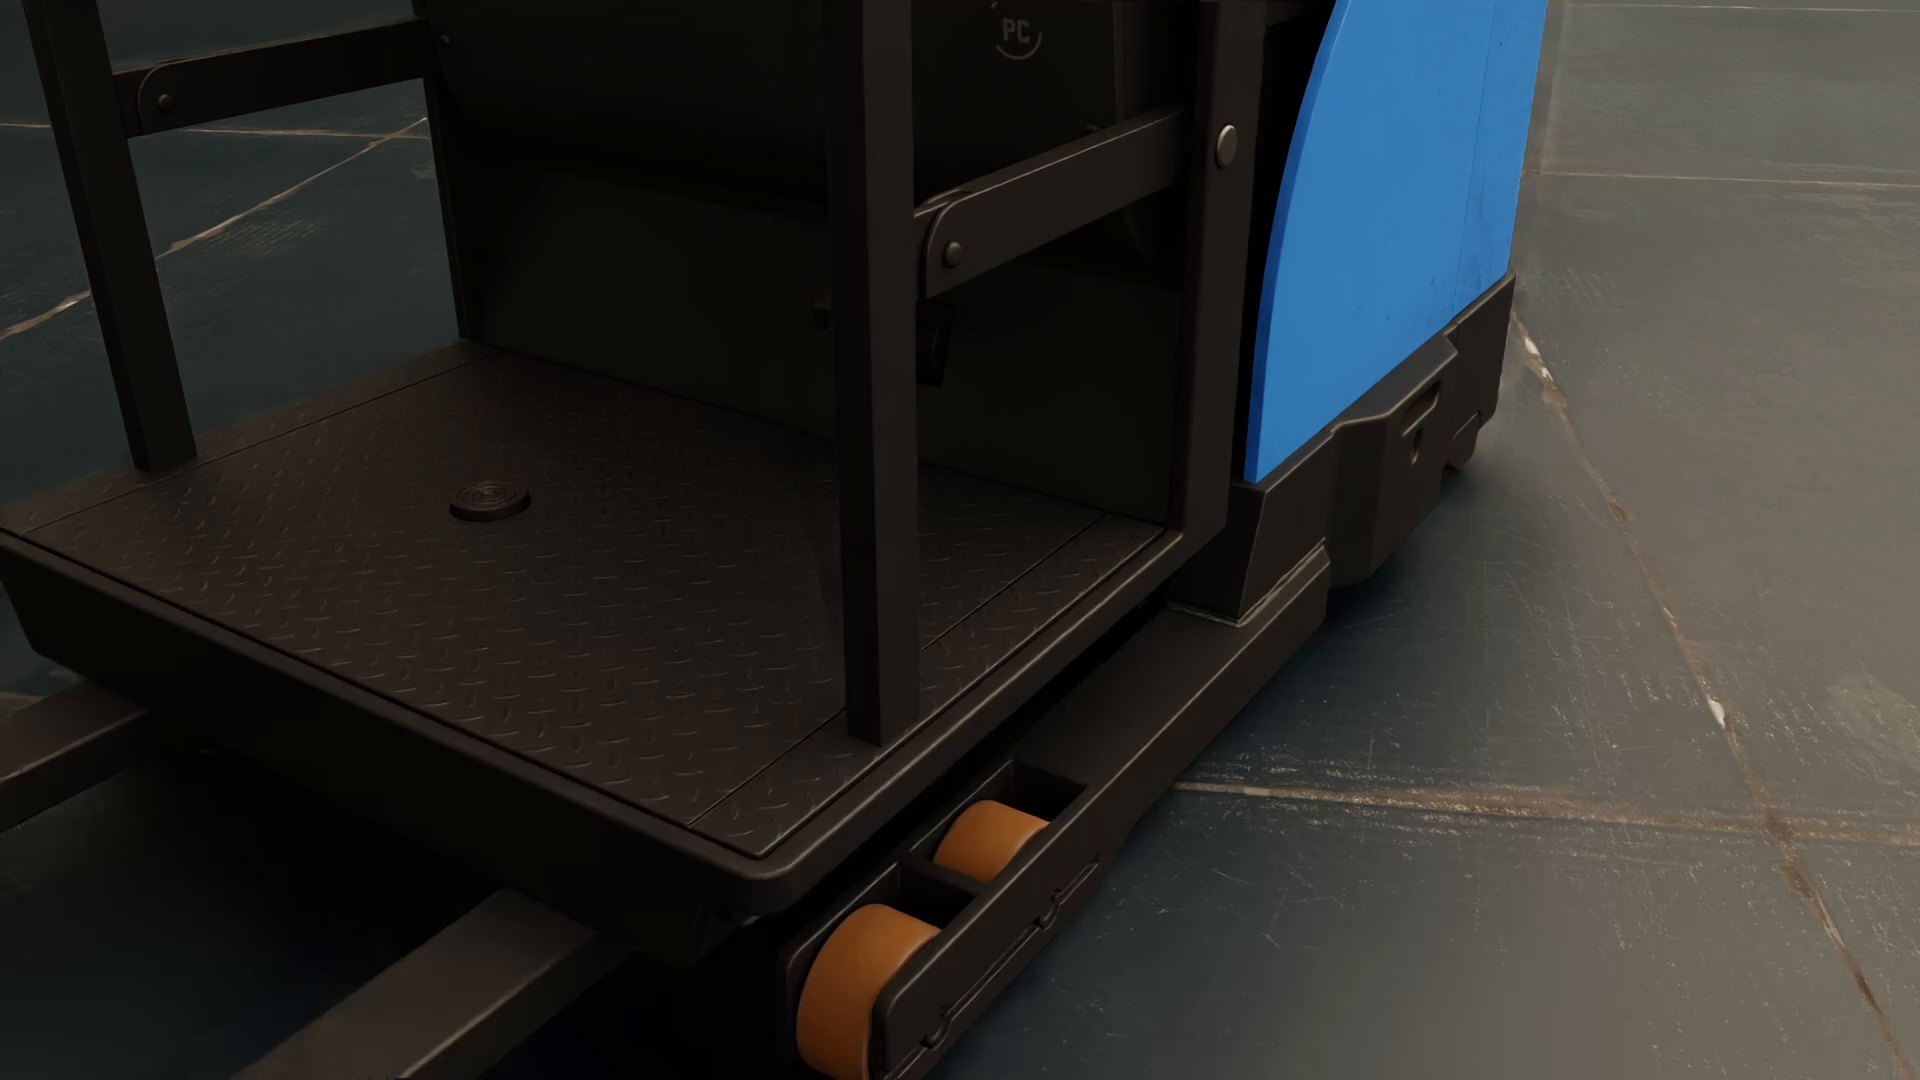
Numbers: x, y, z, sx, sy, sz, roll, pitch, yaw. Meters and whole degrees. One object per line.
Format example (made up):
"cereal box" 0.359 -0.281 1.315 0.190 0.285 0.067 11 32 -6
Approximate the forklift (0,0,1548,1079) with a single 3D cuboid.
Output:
"forklift" -0.332 -1.053 1.328 1.130 2.935 3.031 16 31 29
